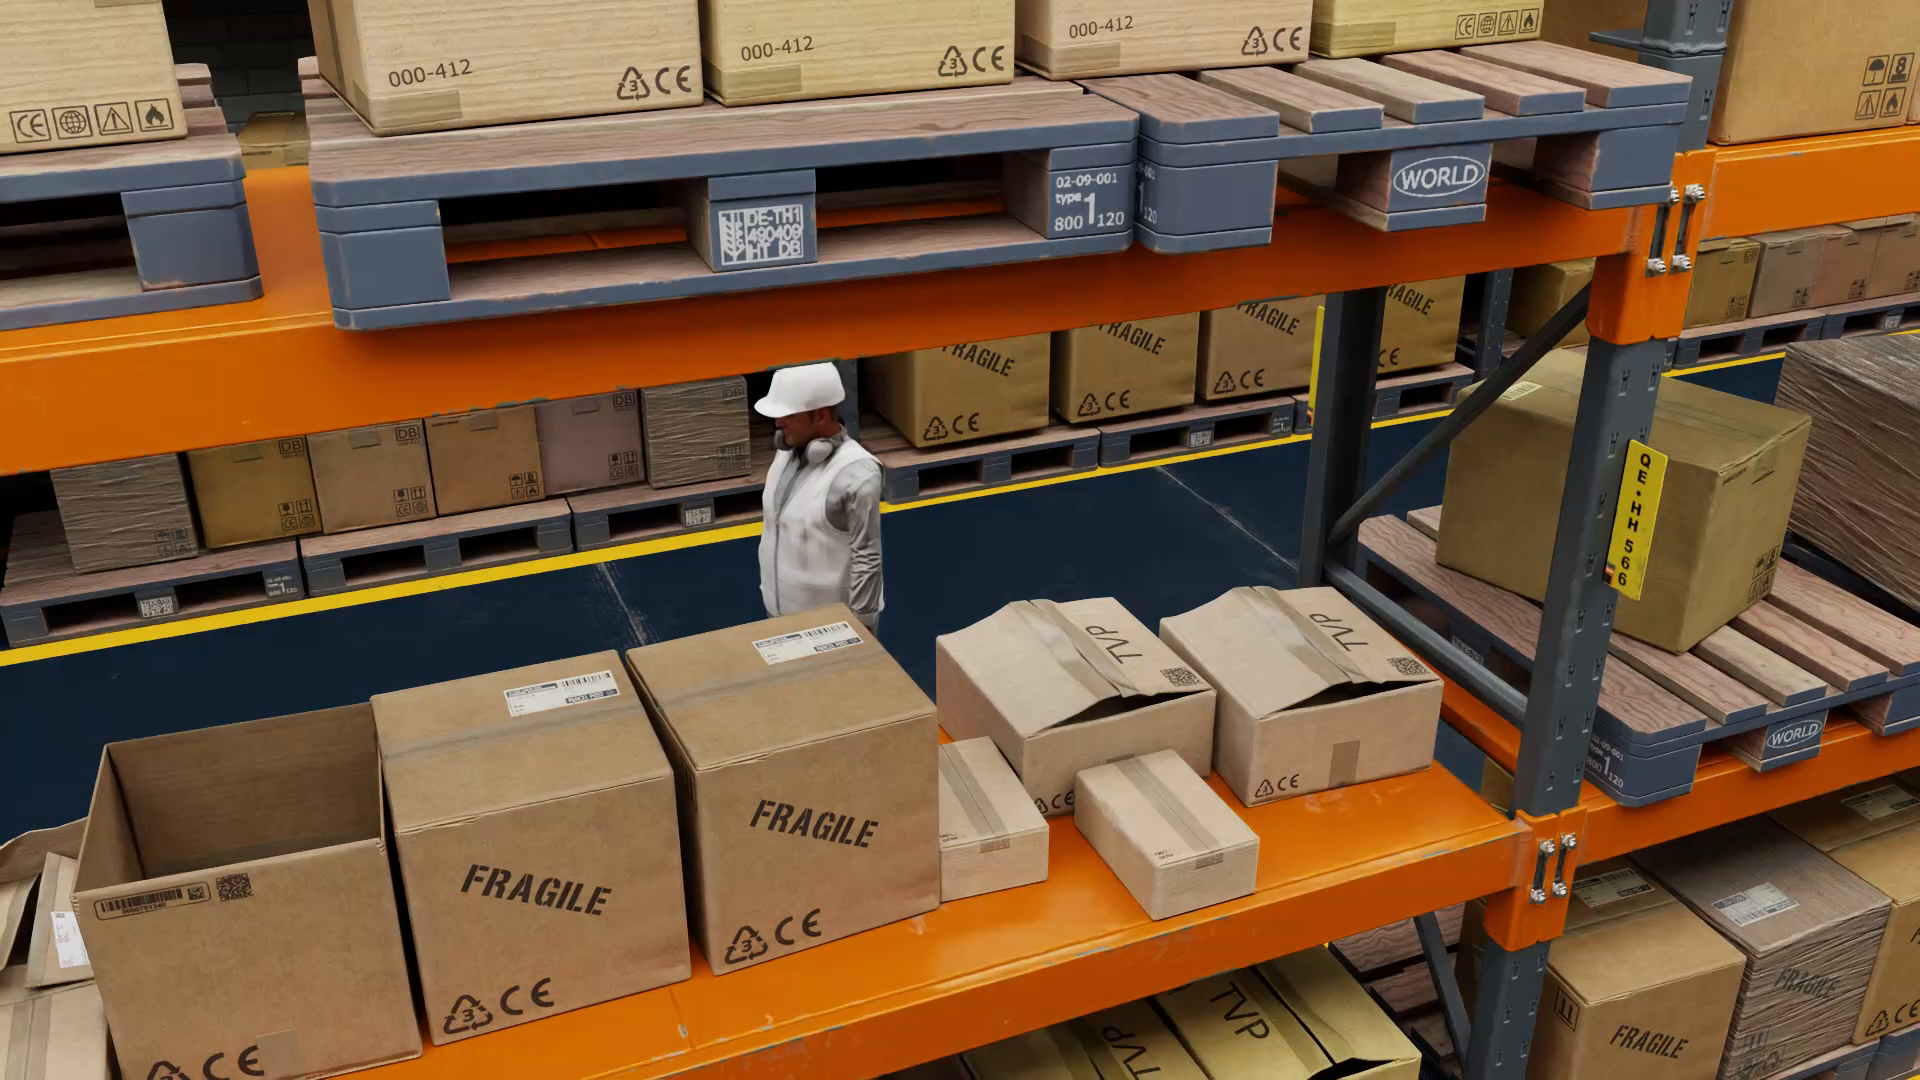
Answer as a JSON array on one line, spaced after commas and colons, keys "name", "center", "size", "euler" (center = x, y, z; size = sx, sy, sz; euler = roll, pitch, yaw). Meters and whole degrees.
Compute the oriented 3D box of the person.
[{"name": "person", "center": [-0.505, 0.245, 5.552], "size": [0.692, 1.767, 0.557], "euler": [-21, 33, -37]}]
